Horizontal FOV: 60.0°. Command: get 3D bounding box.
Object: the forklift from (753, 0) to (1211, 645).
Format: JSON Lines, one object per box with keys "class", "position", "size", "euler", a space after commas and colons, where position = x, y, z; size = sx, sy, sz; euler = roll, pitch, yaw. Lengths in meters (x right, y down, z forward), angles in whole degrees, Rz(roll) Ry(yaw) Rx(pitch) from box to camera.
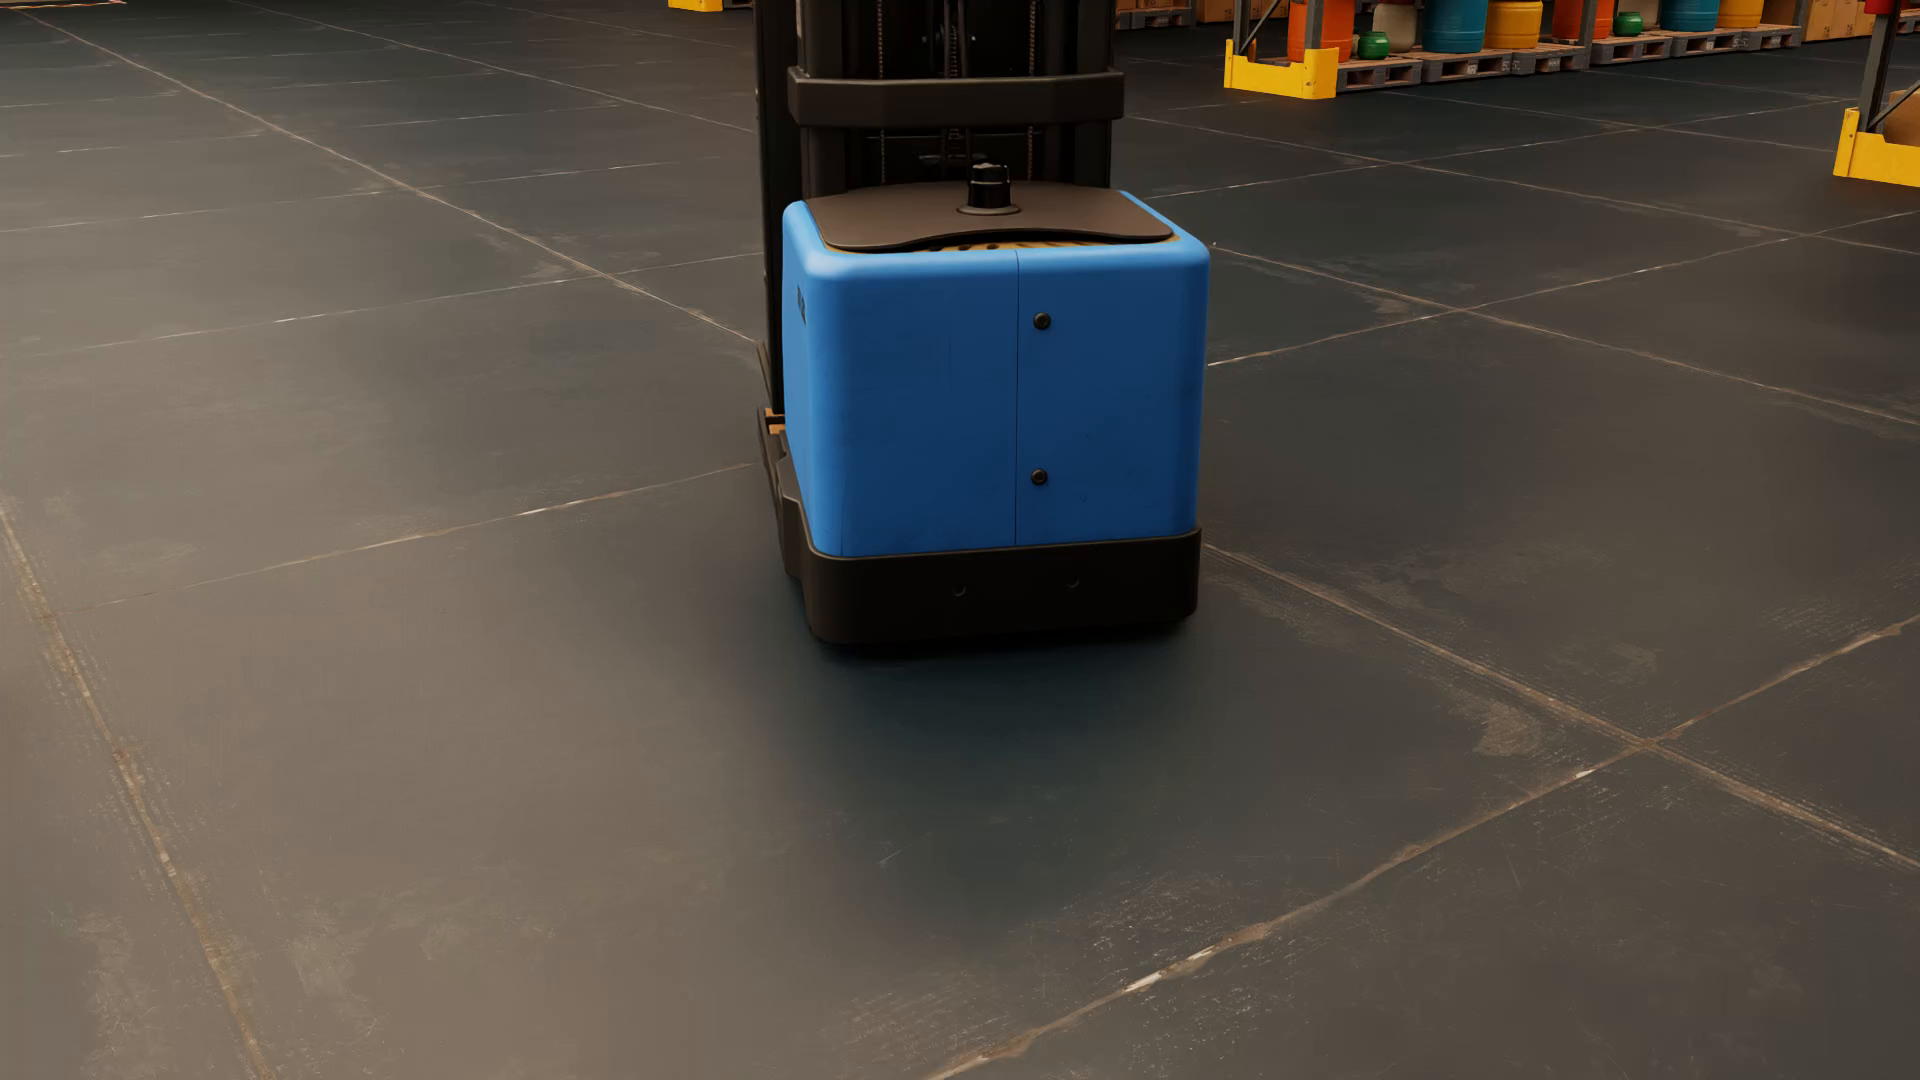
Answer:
{"class": "forklift", "position": [-0.116, -1.608, 5.229], "size": [1.130, 2.935, 3.031], "euler": [-4, 22, -9]}
